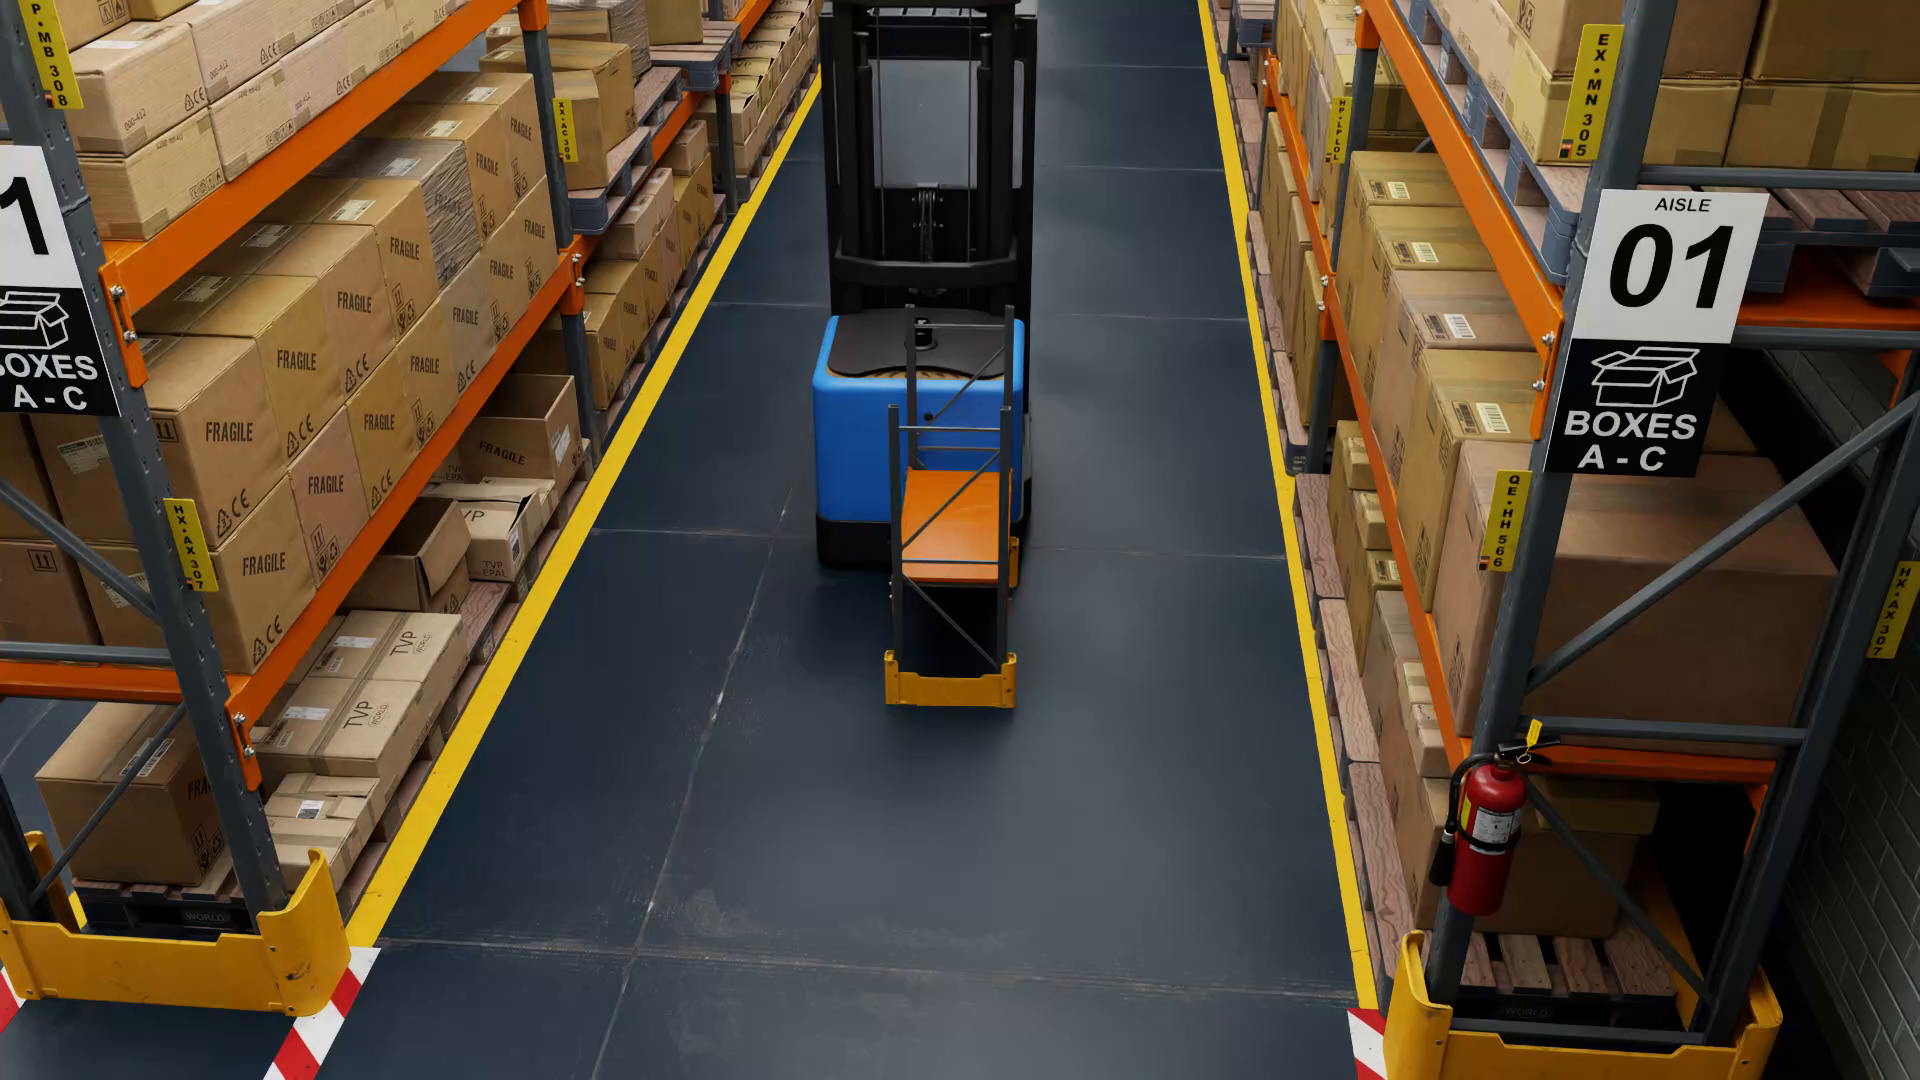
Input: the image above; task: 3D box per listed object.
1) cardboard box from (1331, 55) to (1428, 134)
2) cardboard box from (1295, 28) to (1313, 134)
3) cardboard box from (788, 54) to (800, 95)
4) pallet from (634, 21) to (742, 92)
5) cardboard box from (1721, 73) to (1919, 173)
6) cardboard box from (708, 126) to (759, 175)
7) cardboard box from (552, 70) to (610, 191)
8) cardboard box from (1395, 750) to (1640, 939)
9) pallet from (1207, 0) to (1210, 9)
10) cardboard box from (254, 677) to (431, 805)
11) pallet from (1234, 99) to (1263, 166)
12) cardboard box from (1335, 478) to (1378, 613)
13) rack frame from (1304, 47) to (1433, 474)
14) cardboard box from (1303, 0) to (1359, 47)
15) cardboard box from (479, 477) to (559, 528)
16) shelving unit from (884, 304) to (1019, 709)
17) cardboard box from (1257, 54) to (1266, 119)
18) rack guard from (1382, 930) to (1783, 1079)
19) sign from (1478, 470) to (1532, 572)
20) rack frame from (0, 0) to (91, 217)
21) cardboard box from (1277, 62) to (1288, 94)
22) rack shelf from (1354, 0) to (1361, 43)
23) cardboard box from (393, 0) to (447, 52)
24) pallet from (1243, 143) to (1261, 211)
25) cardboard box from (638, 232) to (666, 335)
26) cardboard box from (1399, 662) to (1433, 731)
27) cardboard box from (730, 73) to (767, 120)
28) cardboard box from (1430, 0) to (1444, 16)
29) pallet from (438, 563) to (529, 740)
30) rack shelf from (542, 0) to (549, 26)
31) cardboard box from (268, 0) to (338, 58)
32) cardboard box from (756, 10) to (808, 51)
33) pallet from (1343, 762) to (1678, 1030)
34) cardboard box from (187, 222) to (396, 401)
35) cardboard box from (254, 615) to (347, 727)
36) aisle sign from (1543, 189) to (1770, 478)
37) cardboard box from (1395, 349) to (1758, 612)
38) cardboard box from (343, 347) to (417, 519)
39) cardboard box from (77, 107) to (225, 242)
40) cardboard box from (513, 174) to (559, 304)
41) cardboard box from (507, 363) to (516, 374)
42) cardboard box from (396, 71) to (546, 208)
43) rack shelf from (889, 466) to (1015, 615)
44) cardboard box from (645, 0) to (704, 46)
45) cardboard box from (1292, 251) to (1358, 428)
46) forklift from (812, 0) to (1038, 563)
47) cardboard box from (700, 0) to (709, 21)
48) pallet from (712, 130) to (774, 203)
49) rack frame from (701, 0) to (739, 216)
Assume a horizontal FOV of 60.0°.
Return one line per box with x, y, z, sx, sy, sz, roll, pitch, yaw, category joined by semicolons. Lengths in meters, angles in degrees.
2.174;-2.271;8.463;0.500;0.250;0.500;3;32;5;cardboard box
2.294;-2.739;9.938;0.500;0.500;0.500;3;32;5;cardboard box
-1.724;-4.159;14.859;0.500;0.250;0.500;3;32;5;cardboard box
-2.206;-3.381;11.560;1.213;0.211;1.003;2;32;4;pallet
2.369;-1.233;4.680;0.500;0.250;0.500;4;32;7;cardboard box
-1.886;-3.089;13.125;0.500;0.250;0.500;2;32;4;cardboard box
-2.285;-2.188;8.945;0.700;0.500;0.500;-8;33;-13;cardboard box
2.022;1.088;6.108;0.700;0.500;0.500;2;32;4;cardboard box
3.260;-6.143;18.517;1.003;0.211;1.213;2;32;4;pallet
-2.505;0.813;6.773;0.500;0.250;0.500;2;32;4;cardboard box
2.883;-3.468;14.176;1.003;0.211;1.213;2;32;4;pallet
2.183;0.016;7.847;0.700;0.500;0.500;2;32;3;cardboard box
2.391;-1.519;8.355;1.000;3.000;0.127;2;32;4;rack frame
2.307;-3.071;9.761;0.500;0.250;0.500;2;32;3;cardboard box
-2.281;-0.193;8.503;0.380;0.149;0.250;2;32;4;cardboard box
-0.022;-0.165;7.588;0.587;1.500;1.083;1;32;2;shelving unit
2.925;-3.902;14.186;0.700;0.500;0.500;3;32;5;cardboard box
2.063;1.650;5.597;1.175;0.500;0.348;2;32;4;rack guard
1.525;-0.051;4.645;0.100;0.325;0.005;2;32;4;sign
-2.872;-2.191;3.728;1.000;3.000;0.127;2;32;4;rack frame
2.324;-3.083;11.114;0.380;0.149;0.250;3;32;5;cardboard box
2.554;-3.535;9.454;1.077;0.370;4.000;2;32;4;rack shelf
-2.405;-2.153;6.668;0.500;0.250;0.500;2;32;4;cardboard box
2.781;-2.832;13.144;1.003;0.211;1.213;2;32;4;pallet
-2.184;-1.634;10.506;0.500;0.500;0.500;3;32;5;cardboard box
1.871;0.603;6.276;0.380;0.149;0.250;3;32;5;cardboard box
-1.851;-3.603;13.424;0.500;0.311;0.500;2;32;3;cardboard box
1.982;-2.069;6.036;0.500;0.250;0.500;2;32;3;cardboard box
-2.700;0.458;7.806;1.003;0.211;1.213;2;32;4;pallet
-2.384;-3.745;9.794;1.077;0.370;4.000;2;32;4;rack shelf
-2.489;-1.843;5.689;0.500;0.250;0.500;2;32;4;cardboard box
-1.679;-4.662;15.142;0.500;0.311;0.500;3;32;5;cardboard box
2.052;1.339;6.377;1.003;0.211;1.213;2;32;4;pallet
-2.493;-0.861;6.239;0.500;0.500;0.500;3;32;5;cardboard box
-2.966;0.556;7.190;0.500;0.250;0.500;2;32;4;cardboard box
1.760;-0.509;4.239;0.394;0.787;0.004;2;32;4;aisle sign
2.145;-0.203;5.934;0.980;0.700;0.700;2;32;4;cardboard box
-2.493;-0.432;6.497;0.500;0.500;0.500;2;32;4;cardboard box
-2.577;-1.108;4.972;0.500;0.250;0.500;2;32;4;cardboard box
-2.332;-1.499;8.227;0.500;0.500;0.500;3;32;5;cardboard box
-2.792;-1.122;9.674;0.500;0.500;0.500;2;32;4;cardboard box
-2.330;-1.921;7.960;0.500;0.500;0.500;3;32;4;cardboard box
-0.022;-0.017;7.690;0.538;0.185;1.000;1;32;2;rack shelf
-2.160;-3.707;11.411;0.700;0.500;0.500;-8;33;-13;cardboard box
2.314;-1.128;9.370;0.750;0.750;0.750;3;32;5;cardboard box
-0.146;-1.860;8.975;1.130;2.935;3.031;1;32;2;forklift
-2.148;-3.970;12.418;0.500;0.311;0.500;4;32;7;cardboard box
-2.115;-3.062;13.517;1.003;0.211;1.213;2;32;4;pallet
-2.221;-3.820;12.089;1.000;3.000;0.127;2;32;4;rack frame
